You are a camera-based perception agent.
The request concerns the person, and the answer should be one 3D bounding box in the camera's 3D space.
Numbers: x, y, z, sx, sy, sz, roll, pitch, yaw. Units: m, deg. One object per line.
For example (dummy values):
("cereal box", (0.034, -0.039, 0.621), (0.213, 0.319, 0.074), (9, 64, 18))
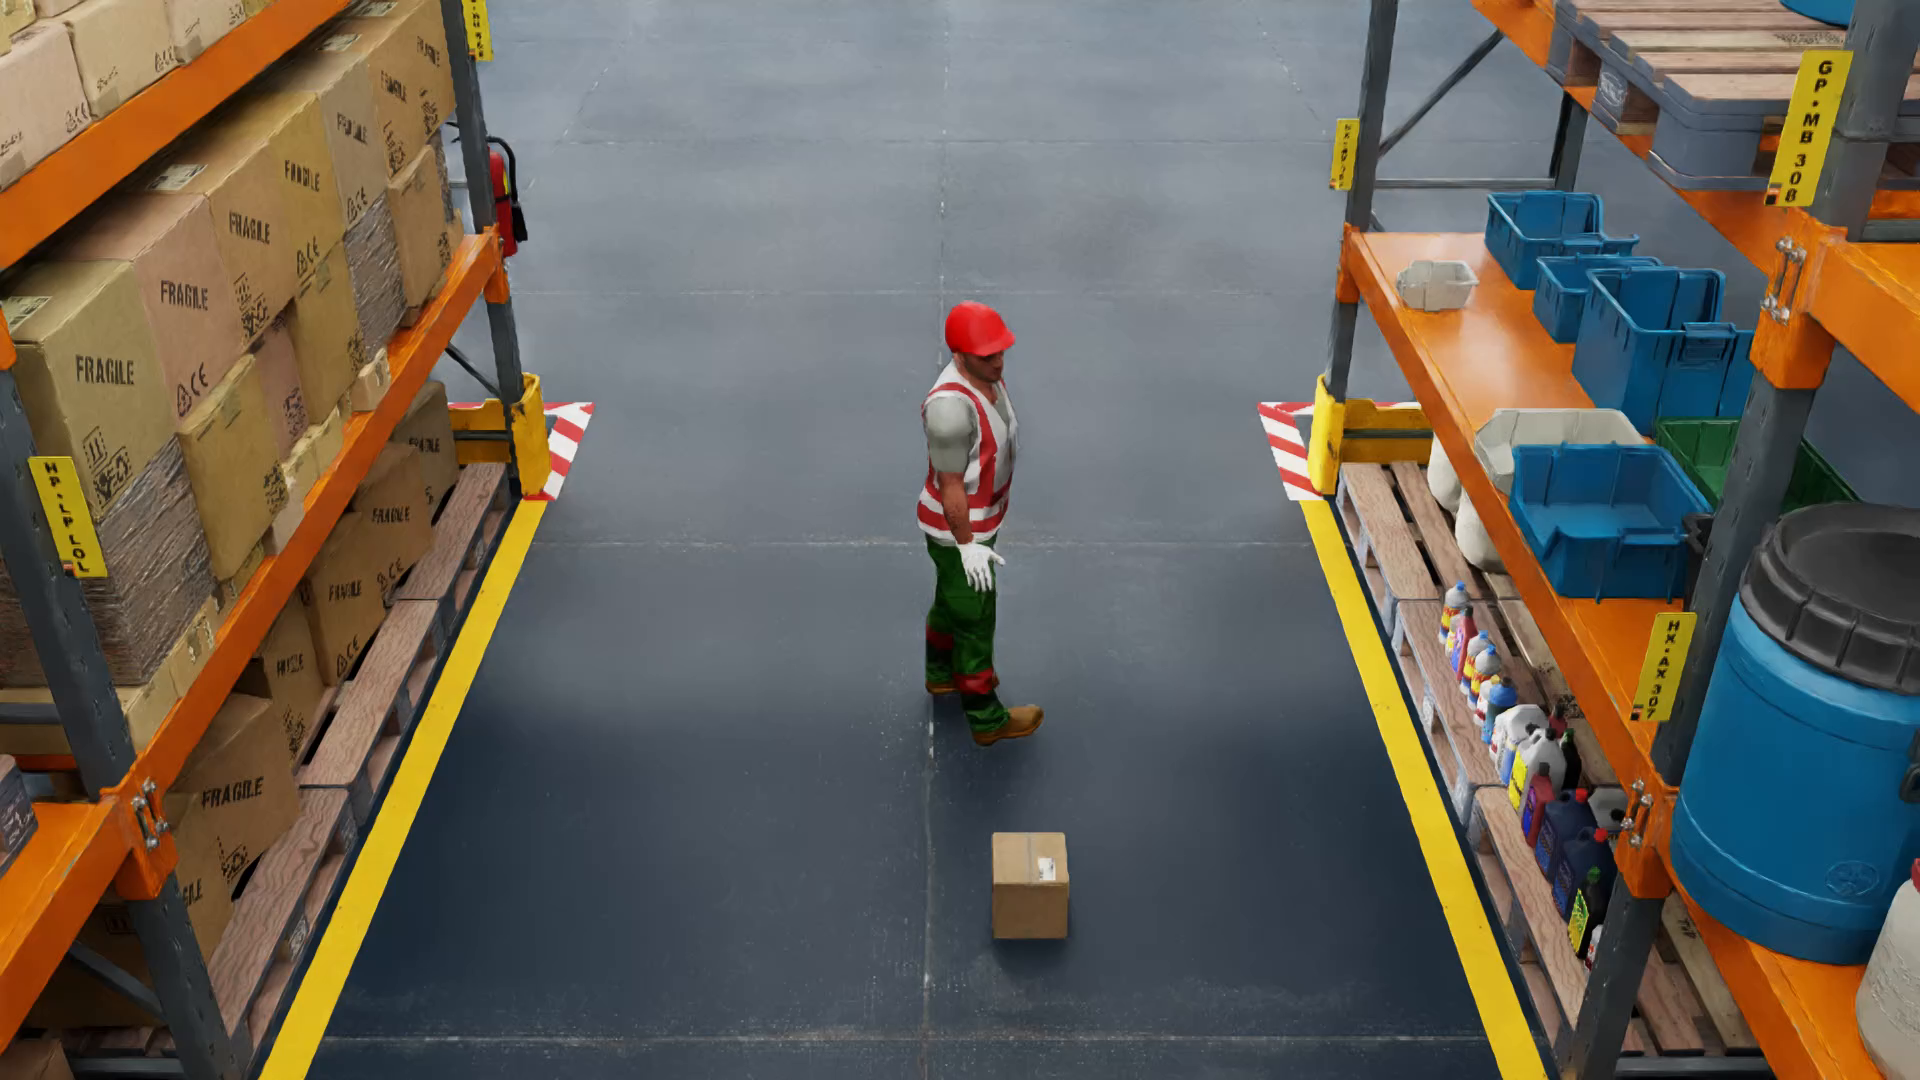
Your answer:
("person", (0.081, -0.061, 6.172), (0.525, 1.792, 0.575), (8, 32, 13))
